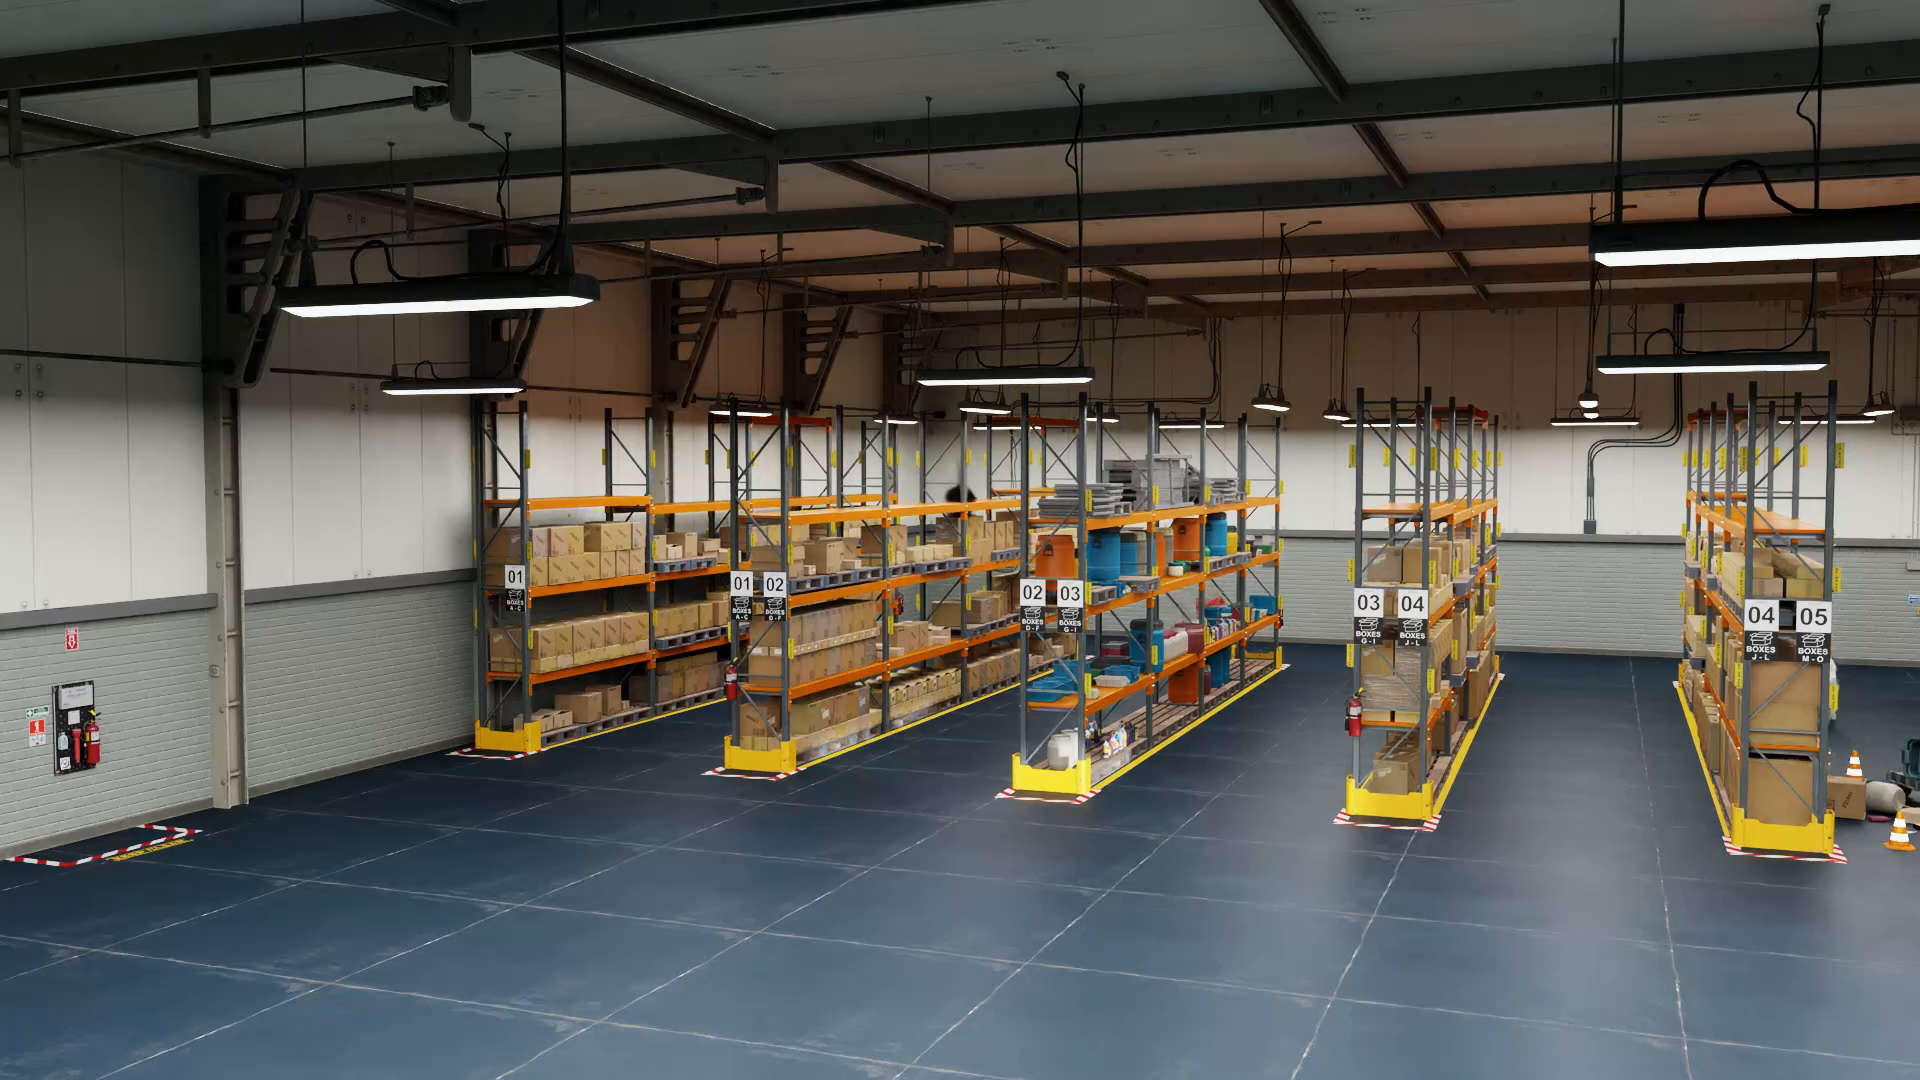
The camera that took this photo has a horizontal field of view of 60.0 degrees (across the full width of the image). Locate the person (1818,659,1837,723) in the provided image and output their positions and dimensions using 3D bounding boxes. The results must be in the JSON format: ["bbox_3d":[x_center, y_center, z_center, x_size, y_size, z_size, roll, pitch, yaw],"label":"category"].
[{"bbox_3d":[16.413,2.763,31.488,0.593,1.466,1.092,0,3,2],"label":"person"}]

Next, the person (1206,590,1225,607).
[{"bbox_3d":[6.508,2.119,42.384,0.559,1.663,0.763,2,3,37],"label":"person"}]
